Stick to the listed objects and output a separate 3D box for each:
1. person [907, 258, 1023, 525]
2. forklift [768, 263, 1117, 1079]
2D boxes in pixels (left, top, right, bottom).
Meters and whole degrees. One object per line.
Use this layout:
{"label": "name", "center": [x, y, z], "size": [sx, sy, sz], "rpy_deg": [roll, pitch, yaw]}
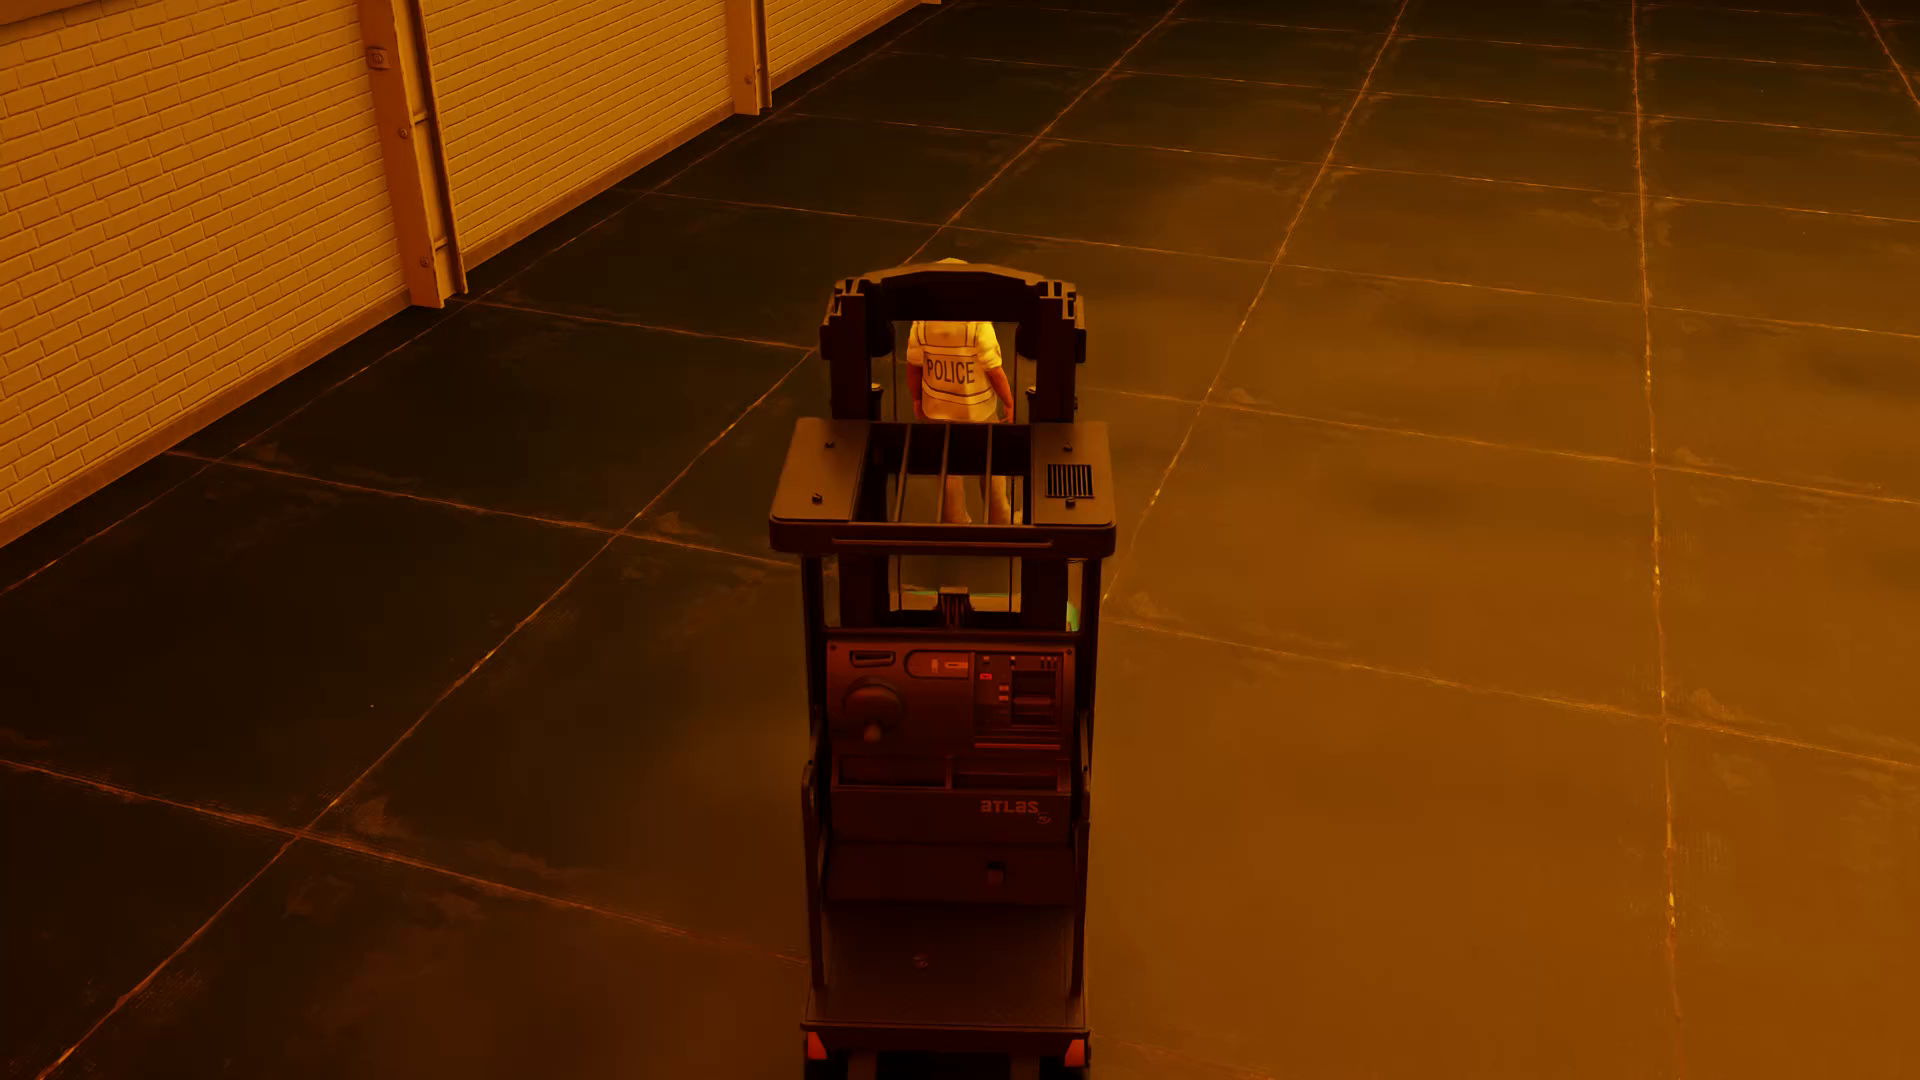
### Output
{"label": "person", "center": [0.036, -0.816, 9.712], "size": [0.641, 1.780, 0.574], "rpy_deg": [10, 31, 16]}
{"label": "forklift", "center": [-0.041, 0.619, 6.051], "size": [1.130, 2.935, 3.031], "rpy_deg": [1, 30, 2]}
